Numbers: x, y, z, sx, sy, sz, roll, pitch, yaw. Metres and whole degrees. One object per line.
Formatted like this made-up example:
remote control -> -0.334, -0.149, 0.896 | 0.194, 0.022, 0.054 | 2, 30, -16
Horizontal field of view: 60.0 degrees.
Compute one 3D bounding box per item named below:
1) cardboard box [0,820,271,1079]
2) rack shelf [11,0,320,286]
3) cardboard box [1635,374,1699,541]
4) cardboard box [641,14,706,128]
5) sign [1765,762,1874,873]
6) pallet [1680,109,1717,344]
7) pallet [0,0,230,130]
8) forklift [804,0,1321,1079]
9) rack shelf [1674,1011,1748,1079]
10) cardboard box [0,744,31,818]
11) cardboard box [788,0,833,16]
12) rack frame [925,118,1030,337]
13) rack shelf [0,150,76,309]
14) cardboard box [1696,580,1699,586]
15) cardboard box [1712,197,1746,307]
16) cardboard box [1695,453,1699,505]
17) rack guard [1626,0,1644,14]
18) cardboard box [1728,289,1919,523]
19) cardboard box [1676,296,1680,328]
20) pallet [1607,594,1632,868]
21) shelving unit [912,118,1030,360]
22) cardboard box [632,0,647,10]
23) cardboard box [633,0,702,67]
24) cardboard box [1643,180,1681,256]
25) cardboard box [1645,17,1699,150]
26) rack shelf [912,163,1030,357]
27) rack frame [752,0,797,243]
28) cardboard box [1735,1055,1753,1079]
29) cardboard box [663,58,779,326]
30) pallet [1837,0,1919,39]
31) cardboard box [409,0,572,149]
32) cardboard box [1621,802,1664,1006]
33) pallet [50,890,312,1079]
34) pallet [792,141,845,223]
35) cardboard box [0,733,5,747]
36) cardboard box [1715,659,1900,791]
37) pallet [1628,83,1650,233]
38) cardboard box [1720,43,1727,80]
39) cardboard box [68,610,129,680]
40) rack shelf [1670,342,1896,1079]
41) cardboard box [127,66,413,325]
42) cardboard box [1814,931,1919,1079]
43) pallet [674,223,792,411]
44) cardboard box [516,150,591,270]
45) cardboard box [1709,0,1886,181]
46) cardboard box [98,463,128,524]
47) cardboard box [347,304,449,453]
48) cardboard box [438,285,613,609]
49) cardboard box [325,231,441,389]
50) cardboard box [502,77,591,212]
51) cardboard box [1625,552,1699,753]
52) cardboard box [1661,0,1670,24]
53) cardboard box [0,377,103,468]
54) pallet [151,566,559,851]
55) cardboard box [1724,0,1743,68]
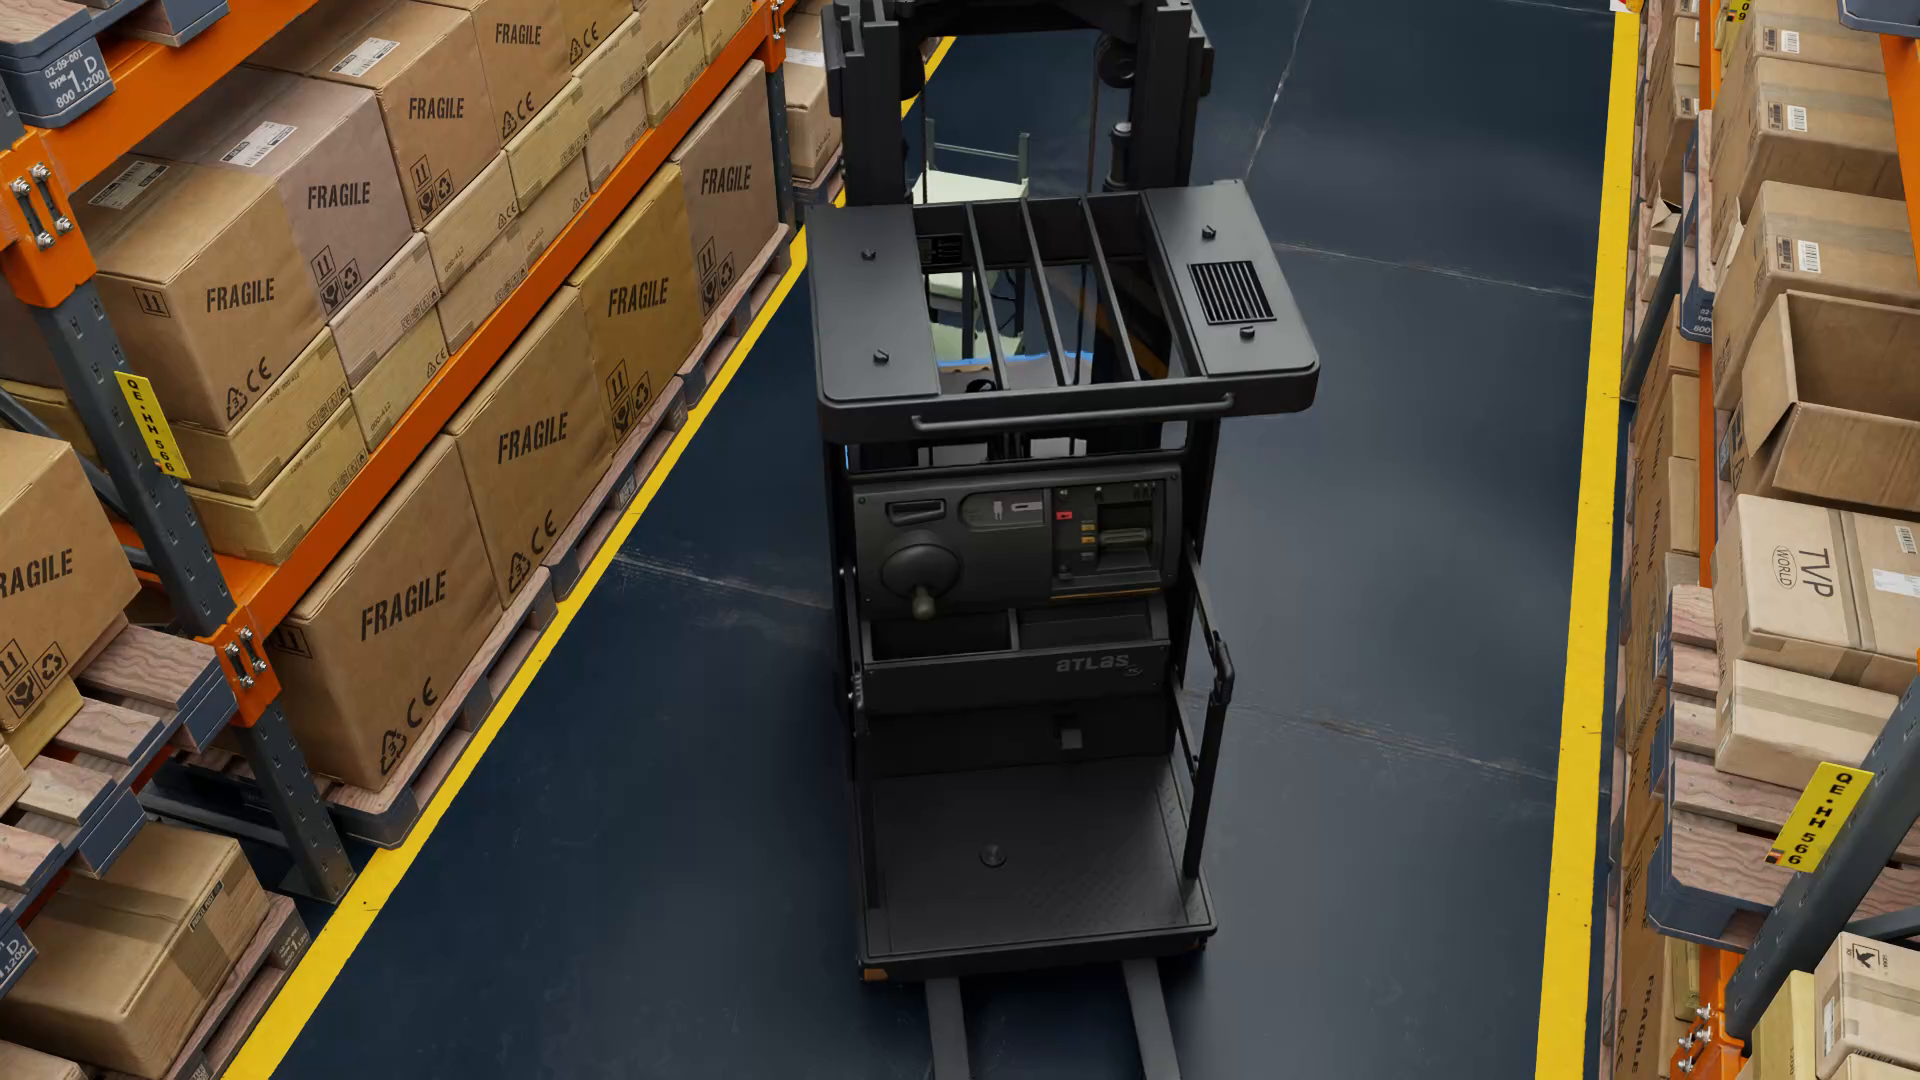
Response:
cardboard box -> -2.702, 1.159, 4.999 | 0.950, 0.372, 0.625 | 10, 45, 10
rack shelf -> -1.916, -2.153, 5.175 | 1.077, 0.370, 4.000 | 13, 46, 13
cardboard box -> 2.909, -0.247, 6.345 | 0.500, 0.500, 0.500 | 12, 46, 12
cardboard box -> -1.361, -1.926, 6.680 | 0.500, 0.250, 0.500 | 12, 46, 12
sign -> 1.690, 0.550, 3.272 | 0.100, 0.325, 0.005 | 13, 46, 13
pallet -> 3.075, -1.044, 5.809 | 1.003, 0.211, 1.213 | 13, 46, 13
pallet -> -2.377, -1.450, 4.077 | 1.213, 0.211, 1.003 | 15, 46, 14
forklift -> 0.194, 0.096, 4.556 | 1.130, 2.935, 3.031 | -4, 45, -5
rack shelf -> 1.604, 2.635, 2.427 | 1.077, 0.370, 4.000 | 13, 46, 13
cardboard box -> -2.443, 0.575, 3.897 | 0.380, 0.149, 0.250 | 12, 46, 12
cardboard box -> -0.747, -2.898, 9.098 | 0.875, 0.438, 0.875 | 11, 45, 11
rack frame -> 0.062, -0.996, 6.696 | 0.400, 1.500, 0.023 | 12, 46, 12
rack shelf -> -3.127, 0.514, 2.450 | 1.077, 0.370, 4.000 | 13, 46, 13
cardboard box -> 2.546, 0.295, 5.327 | 0.380, 0.149, 0.250 | 11, 45, 11
cardboard box -> 2.635, -0.879, 5.300 | 0.396, 0.266, 0.258 | 15, 46, 14
cardboard box -> 2.801, -0.209, 5.842 | 0.380, 0.149, 0.250 | 12, 46, 12
rack guard -> 4.610, -3.344, 9.810 | 1.175, 0.500, 0.348 | 13, 46, 13
cardboard box -> 2.528, -0.270, 4.507 | 0.797, 0.503, 0.637 | 12, 46, 12
cardboard box -> 3.059, -0.928, 6.577 | 0.380, 0.149, 0.250 | 15, 46, 14
pallet -> 2.843, 0.741, 5.842 | 1.003, 0.211, 1.213 | 13, 46, 13
shelving unit -> -0.043, -0.751, 6.445 | 0.431, 1.500, 0.755 | 12, 46, 12
cardboard box -> -1.356, -2.366, 6.237 | 0.500, 0.500, 0.500 | 13, 46, 13
cardboard box -> -1.356, -2.116, 6.517 | 0.500, 0.250, 0.500 | 14, 46, 13
cardboard box -> 3.418, -1.466, 7.758 | 0.396, 0.266, 0.258 | 14, 46, 14
cardboard box -> 3.806, -2.264, 8.406 | 0.500, 0.500, 0.500 | 13, 46, 13
rack shelf -> -0.043, -1.030, 6.172 | 0.431, 0.370, 0.720 | 12, 46, 12
rack frame -> -1.310, -2.671, 7.335 | 1.000, 3.000, 0.127 | 13, 46, 13
cardboard box -> 1.843, 1.342, 3.341 | 0.500, 0.250, 0.500 | 13, 46, 13
cardboard box -> -1.422, -1.631, 7.491 | 0.875, 0.875, 0.875 | 14, 46, 14
pallet -> 2.846, -1.515, 4.143 | 1.213, 0.211, 1.003 | 13, 46, 13
cardboard box -> -1.671, -1.684, 5.540 | 0.500, 0.500, 0.500 | 13, 46, 13
cardboard box -> 2.295, 1.129, 4.939 | 0.500, 0.500, 0.500 | 12, 46, 12
pallet -> -2.760, 1.513, 5.053 | 1.003, 0.211, 1.213 | 13, 46, 13
pallet -> -1.006, -2.164, 8.811 | 1.003, 0.211, 1.213 | 13, 46, 13
cardboard box -> -2.541, 0.412, 3.600 | 0.500, 0.500, 0.500 | 12, 46, 12
cardboard box -> 2.043, 0.465, 4.010 | 0.380, 0.149, 0.250 | 13, 46, 13
pallet -> 3.998, -1.899, 8.539 | 1.003, 0.211, 1.213 | 13, 46, 13
cardboard box -> 3.335, -1.976, 6.805 | 0.380, 0.149, 0.250 | 14, 46, 14
cardboard box -> -2.397, 0.204, 4.277 | 0.380, 0.149, 0.250 | 14, 46, 14
rack shelf -> 2.816, -0.032, 5.152 | 1.077, 0.370, 4.000 | 13, 46, 13
cardboard box -> -1.998, -1.007, 4.848 | 0.500, 0.500, 0.500 | 13, 46, 13
cardboard box -> 1.833, 0.927, 3.123 | 0.380, 0.149, 0.250 | 14, 46, 14
pallet -> -1.472, -1.144, 7.768 | 1.003, 0.211, 1.213 | 13, 46, 13
cardboard box -> -1.685, -1.248, 5.988 | 0.500, 0.250, 0.500 | 13, 46, 13
cardboard box -> 3.062, -1.533, 5.800 | 0.700, 0.500, 0.500 | 14, 46, 14
cardboard box -> -2.616, -0.343, 5.063 | 0.500, 0.250, 0.500 | 11, 45, 11
cardboard box -> -1.995, -0.570, 5.295 | 0.500, 0.250, 0.500 | 11, 46, 11
cardboard box -> -1.959, -0.432, 6.265 | 0.875, 0.875, 0.875 | 13, 46, 13
cardboard box -> -1.975, -0.759, 5.131 | 0.500, 0.250, 0.500 | 14, 46, 13
cardboard box -> -1.646, -1.424, 5.811 | 0.500, 0.250, 0.500 | 13, 46, 13
cardboard box -> 2.590, 0.429, 5.654 | 0.500, 0.500, 0.500 | 11, 45, 11
cardboard box -> 4.357, -3.158, 9.318 | 0.797, 0.503, 0.637 | 11, 45, 11
cardboard box -> -2.617, -0.506, 4.872 | 0.500, 0.250, 0.500 | 12, 46, 12
pallet -> -2.211, 0.483, 6.106 | 1.003, 0.211, 1.213 | 13, 46, 13
cardboard box -> 3.343, -2.066, 6.611 | 0.500, 0.250, 0.500 | 14, 46, 14
